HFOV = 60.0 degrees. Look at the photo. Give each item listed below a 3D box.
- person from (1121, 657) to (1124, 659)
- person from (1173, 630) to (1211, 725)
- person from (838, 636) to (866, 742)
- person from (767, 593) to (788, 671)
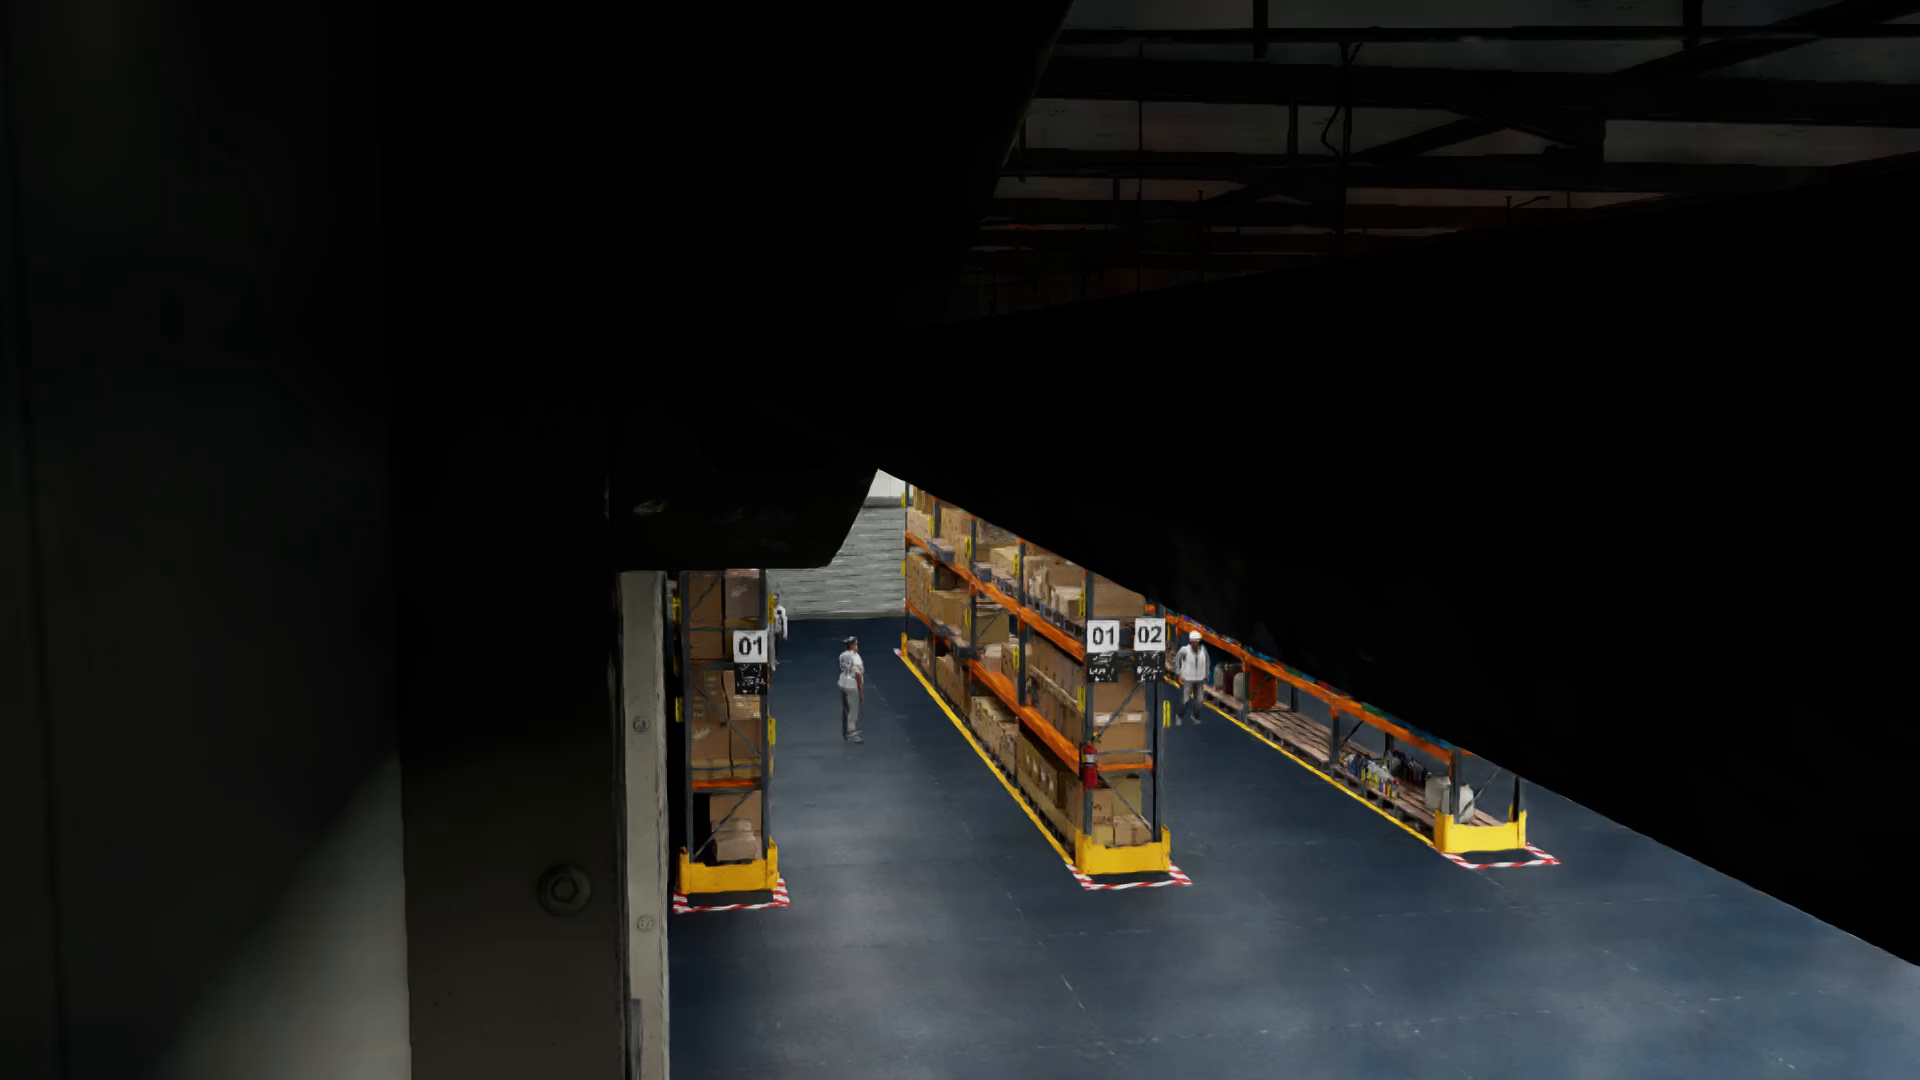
[{"bbox_3d":[3.212,2.040,33.190,0.575,1.689,1.128,-1,6,-12],"label":"person"},{"bbox_3d":[4.108,2.433,29.408,0.677,1.726,0.574,-1,6,-11],"label":"person"},{"bbox_3d":[-1.806,2.511,28.280,0.490,1.767,0.626,-4,7,-36],"label":"person"},{"bbox_3d":[-3.857,1.902,34.858,0.502,1.624,0.989,-1,6,-11],"label":"person"}]
